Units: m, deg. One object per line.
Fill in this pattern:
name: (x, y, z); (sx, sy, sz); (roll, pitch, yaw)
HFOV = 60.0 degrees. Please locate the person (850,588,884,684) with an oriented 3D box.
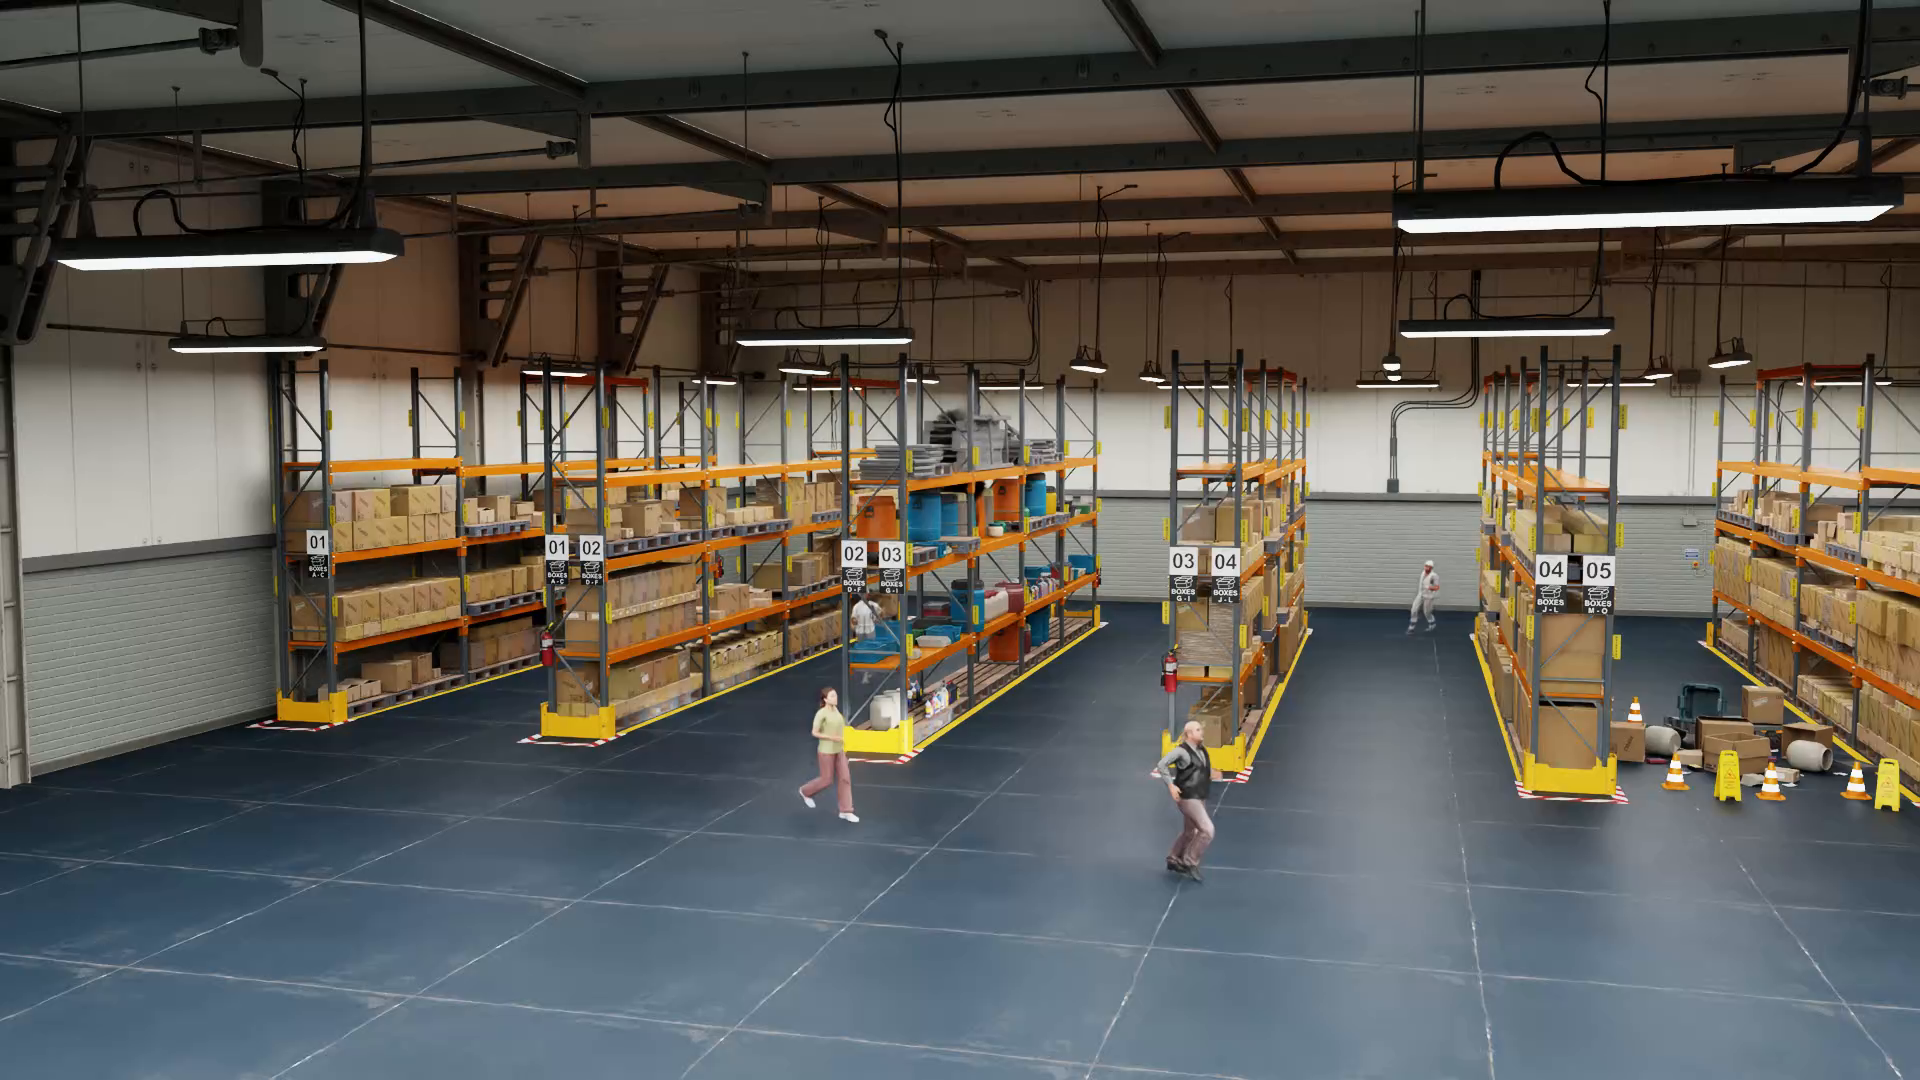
person: (-1.694, 1.703, 29.971); (0.581, 1.725, 0.850); (1, 4, 7)

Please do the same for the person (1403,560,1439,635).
person: (10.886, 1.355, 38.705); (0.850, 1.785, 0.746); (-3, 5, -32)

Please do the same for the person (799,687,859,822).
person: (-1.634, 2.665, 20.846); (0.934, 1.663, 0.578); (3, 5, 37)

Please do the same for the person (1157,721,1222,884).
person: (2.542, 2.842, 18.117); (0.686, 1.738, 0.638); (3, 5, 35)
